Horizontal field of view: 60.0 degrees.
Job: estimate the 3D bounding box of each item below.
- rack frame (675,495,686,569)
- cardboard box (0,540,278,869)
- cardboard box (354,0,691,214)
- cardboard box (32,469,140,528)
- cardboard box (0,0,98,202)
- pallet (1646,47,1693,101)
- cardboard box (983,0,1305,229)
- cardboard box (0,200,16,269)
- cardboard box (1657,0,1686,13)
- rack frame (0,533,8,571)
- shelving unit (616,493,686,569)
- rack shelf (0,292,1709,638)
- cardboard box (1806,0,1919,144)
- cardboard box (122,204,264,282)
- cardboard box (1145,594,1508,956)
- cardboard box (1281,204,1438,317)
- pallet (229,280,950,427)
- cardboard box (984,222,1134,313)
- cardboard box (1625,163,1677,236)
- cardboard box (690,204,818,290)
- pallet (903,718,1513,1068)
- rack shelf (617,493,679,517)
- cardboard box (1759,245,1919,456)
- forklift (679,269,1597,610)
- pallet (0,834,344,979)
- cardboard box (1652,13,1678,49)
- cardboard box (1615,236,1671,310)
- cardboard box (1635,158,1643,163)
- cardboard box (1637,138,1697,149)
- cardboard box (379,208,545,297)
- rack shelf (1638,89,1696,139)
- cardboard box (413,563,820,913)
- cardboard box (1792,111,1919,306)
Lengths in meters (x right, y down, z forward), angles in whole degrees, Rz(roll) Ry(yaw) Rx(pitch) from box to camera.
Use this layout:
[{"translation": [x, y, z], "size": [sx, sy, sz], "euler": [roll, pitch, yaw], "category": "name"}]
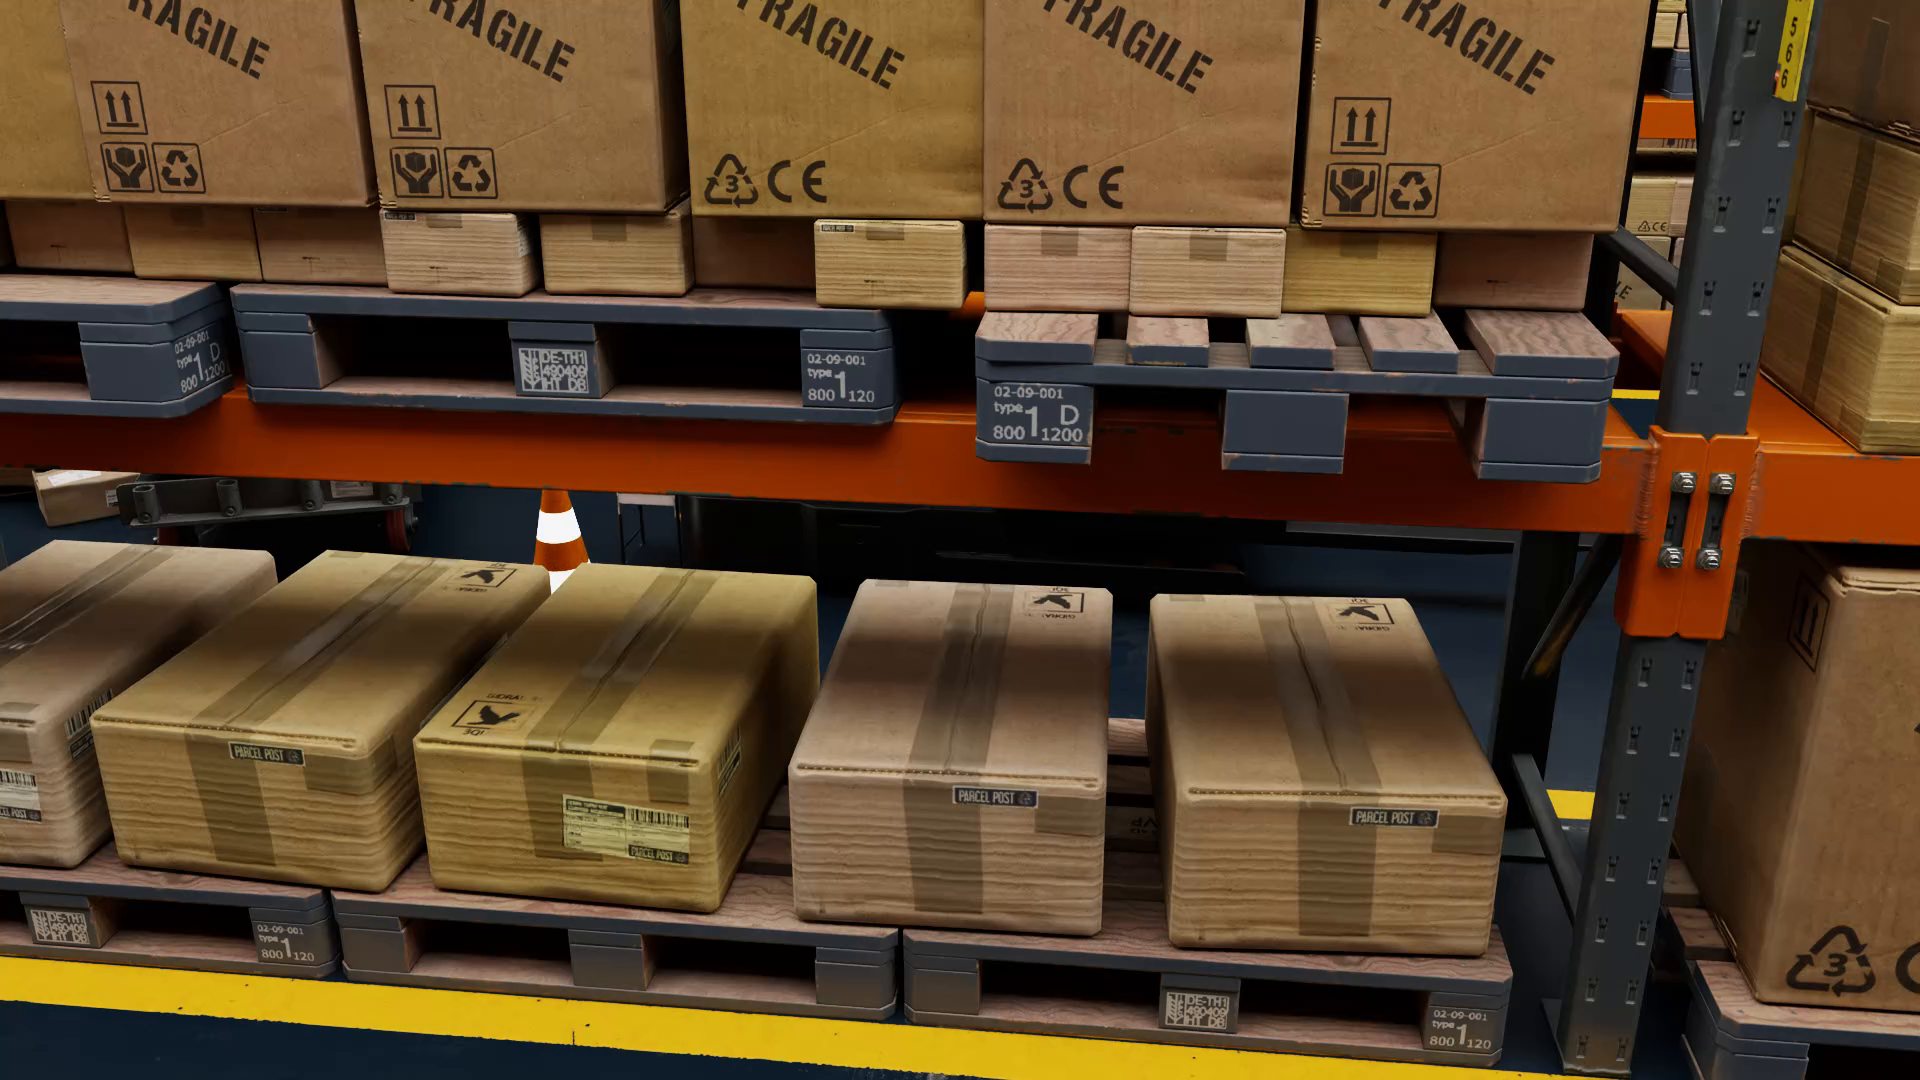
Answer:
[{"translation": [-0.938, -0.356, 5.617], "size": [0.006, 0.900, 0.240], "euler": [3, 22, 7], "category": "rack frame"}, {"translation": [-2.140, 0.354, 3.969], "size": [0.625, 0.372, 0.950], "euler": [3, 22, 7], "category": "cardboard box"}, {"translation": [-0.731, -0.884, 2.984], "size": [0.500, 0.500, 0.500], "euler": [2, 22, 4], "category": "cardboard box"}, {"translation": [-3.218, -0.242, 6.192], "size": [0.396, 0.266, 0.258], "euler": [-14, 25, -31], "category": "cardboard box"}, {"translation": [-1.732, -0.929, 3.097], "size": [0.500, 0.500, 0.500], "euler": [3, 22, 6], "category": "cardboard box"}, {"translation": [3.764, -2.174, 7.619], "size": [1.213, 0.211, 1.003], "euler": [2, 22, 6], "category": "pallet"}, {"translation": [0.312, -0.839, 2.869], "size": [0.500, 0.500, 0.500], "euler": [2, 22, 5], "category": "cardboard box"}, {"translation": [-1.903, -0.620, 3.199], "size": [0.250, 0.149, 0.380], "euler": [3, 22, 7], "category": "cardboard box"}, {"translation": [3.035, -2.424, 7.357], "size": [0.250, 0.149, 0.380], "euler": [3, 22, 7], "category": "cardboard box"}, {"translation": [-2.661, -0.695, 3.618], "size": [0.127, 3.000, 1.000], "euler": [2, 22, 6], "category": "rack frame"}, {"translation": [-1.038, -0.361, 5.630], "size": [0.210, 0.900, 0.258], "euler": [3, 22, 7], "category": "shelving unit"}, {"translation": [-0.675, -0.274, 3.531], "size": [4.000, 0.370, 1.077], "euler": [2, 22, 6], "category": "rack shelf"}, {"translation": [1.772, -0.923, 2.698], "size": [0.500, 0.500, 0.500], "euler": [2, 22, 5], "category": "cardboard box"}, {"translation": [-1.362, -0.609, 3.172], "size": [0.250, 0.149, 0.380], "euler": [3, 22, 7], "category": "cardboard box"}, {"translation": [0.751, 0.477, 3.657], "size": [0.625, 0.372, 0.950], "euler": [1, 22, 3], "category": "cardboard box"}, {"translation": [0.683, -0.514, 2.930], "size": [0.250, 0.149, 0.380], "euler": [3, 22, 7], "category": "cardboard box"}, {"translation": [-0.660, -0.503, 3.394], "size": [1.213, 0.211, 1.003], "euler": [2, 22, 6], "category": "pallet"}, {"translation": [0.179, -0.522, 2.951], "size": [0.250, 0.149, 0.380], "euler": [1, 22, 4], "category": "cardboard box"}, {"translation": [2.953, -1.575, 7.653], "size": [0.500, 0.250, 0.500], "euler": [2, 22, 6], "category": "cardboard box"}, {"translation": [-0.331, -0.586, 3.112], "size": [0.250, 0.149, 0.380], "euler": [3, 22, 7], "category": "cardboard box"}, {"translation": [0.535, 0.740, 3.780], "size": [1.213, 0.211, 1.003], "euler": [2, 22, 6], "category": "pallet"}, {"translation": [-1.038, -0.163, 5.708], "size": [0.200, 0.077, 0.258], "euler": [3, 22, 7], "category": "rack shelf"}, {"translation": [1.767, -0.339, 2.922], "size": [0.500, 0.250, 0.500], "euler": [2, 22, 5], "category": "cardboard box"}, {"translation": [0.624, -1.331, 5.320], "size": [3.031, 2.935, 1.130], "euler": [3, 22, 7], "category": "forklift"}, {"translation": [-1.888, 0.635, 4.047], "size": [1.213, 0.211, 1.003], "euler": [2, 22, 6], "category": "pallet"}, {"translation": [3.016, -2.285, 7.409], "size": [0.250, 0.149, 0.380], "euler": [3, 22, 9], "category": "cardboard box"}, {"translation": [2.965, -1.222, 7.780], "size": [0.500, 0.500, 0.500], "euler": [3, 22, 7], "category": "cardboard box"}, {"translation": [3.006, -1.763, 8.129], "size": [0.500, 0.250, 0.500], "euler": [3, 22, 7], "category": "cardboard box"}, {"translation": [4.924, -3.233, 12.356], "size": [0.875, 0.875, 1.225], "euler": [2, 22, 4], "category": "cardboard box"}, {"translation": [-0.858, -0.568, 3.066], "size": [0.250, 0.149, 0.380], "euler": [3, 22, 8], "category": "cardboard box"}, {"translation": [3.779, -1.912, 7.676], "size": [4.000, 0.370, 1.077], "euler": [2, 22, 6], "category": "rack shelf"}, {"translation": [-0.735, 0.413, 3.819], "size": [0.625, 0.372, 0.950], "euler": [3, 22, 8], "category": "cardboard box"}, {"translation": [1.785, -0.573, 2.832], "size": [0.500, 0.250, 0.500], "euler": [2, 22, 6], "category": "cardboard box"}]
